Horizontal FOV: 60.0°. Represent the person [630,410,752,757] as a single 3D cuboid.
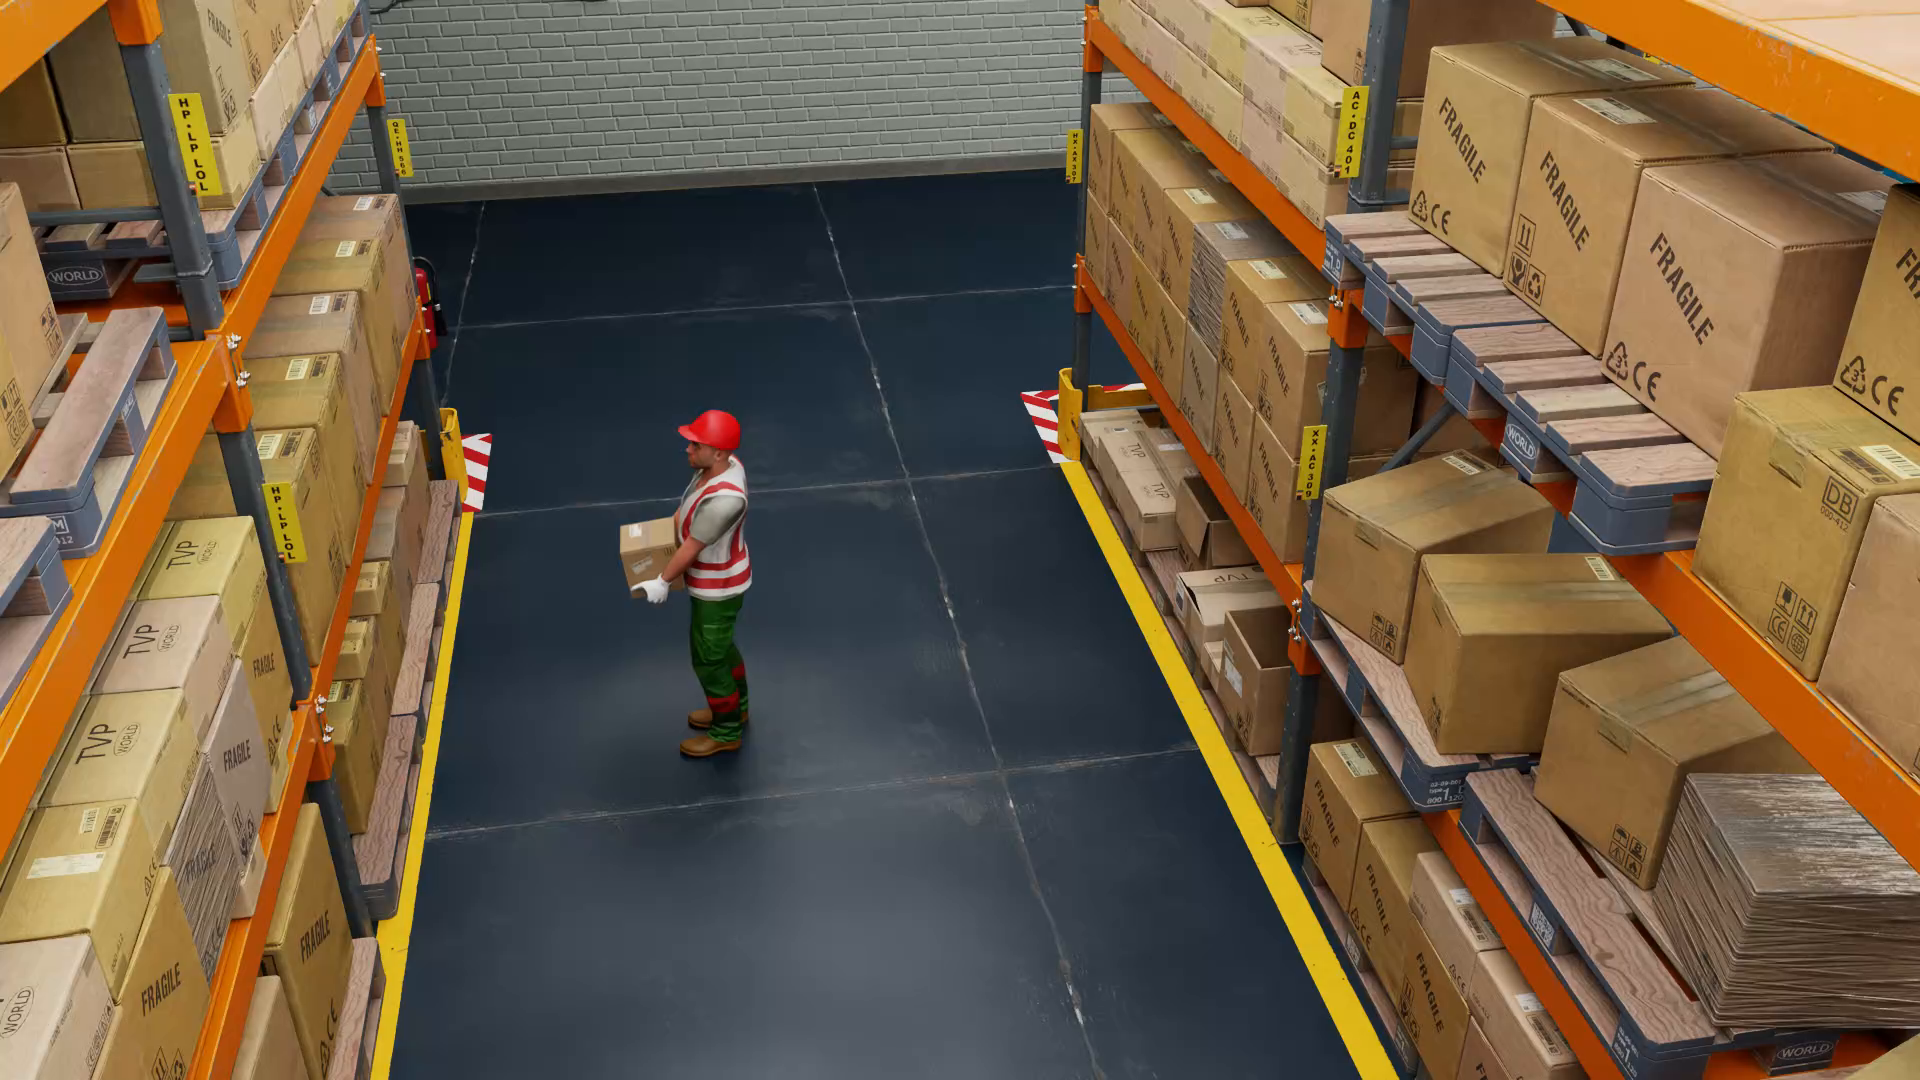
[{"bbox_3d":[-1.242,0.213,7.756,0.566,1.784,0.494,-5,31,-8],"label":"person"}]
